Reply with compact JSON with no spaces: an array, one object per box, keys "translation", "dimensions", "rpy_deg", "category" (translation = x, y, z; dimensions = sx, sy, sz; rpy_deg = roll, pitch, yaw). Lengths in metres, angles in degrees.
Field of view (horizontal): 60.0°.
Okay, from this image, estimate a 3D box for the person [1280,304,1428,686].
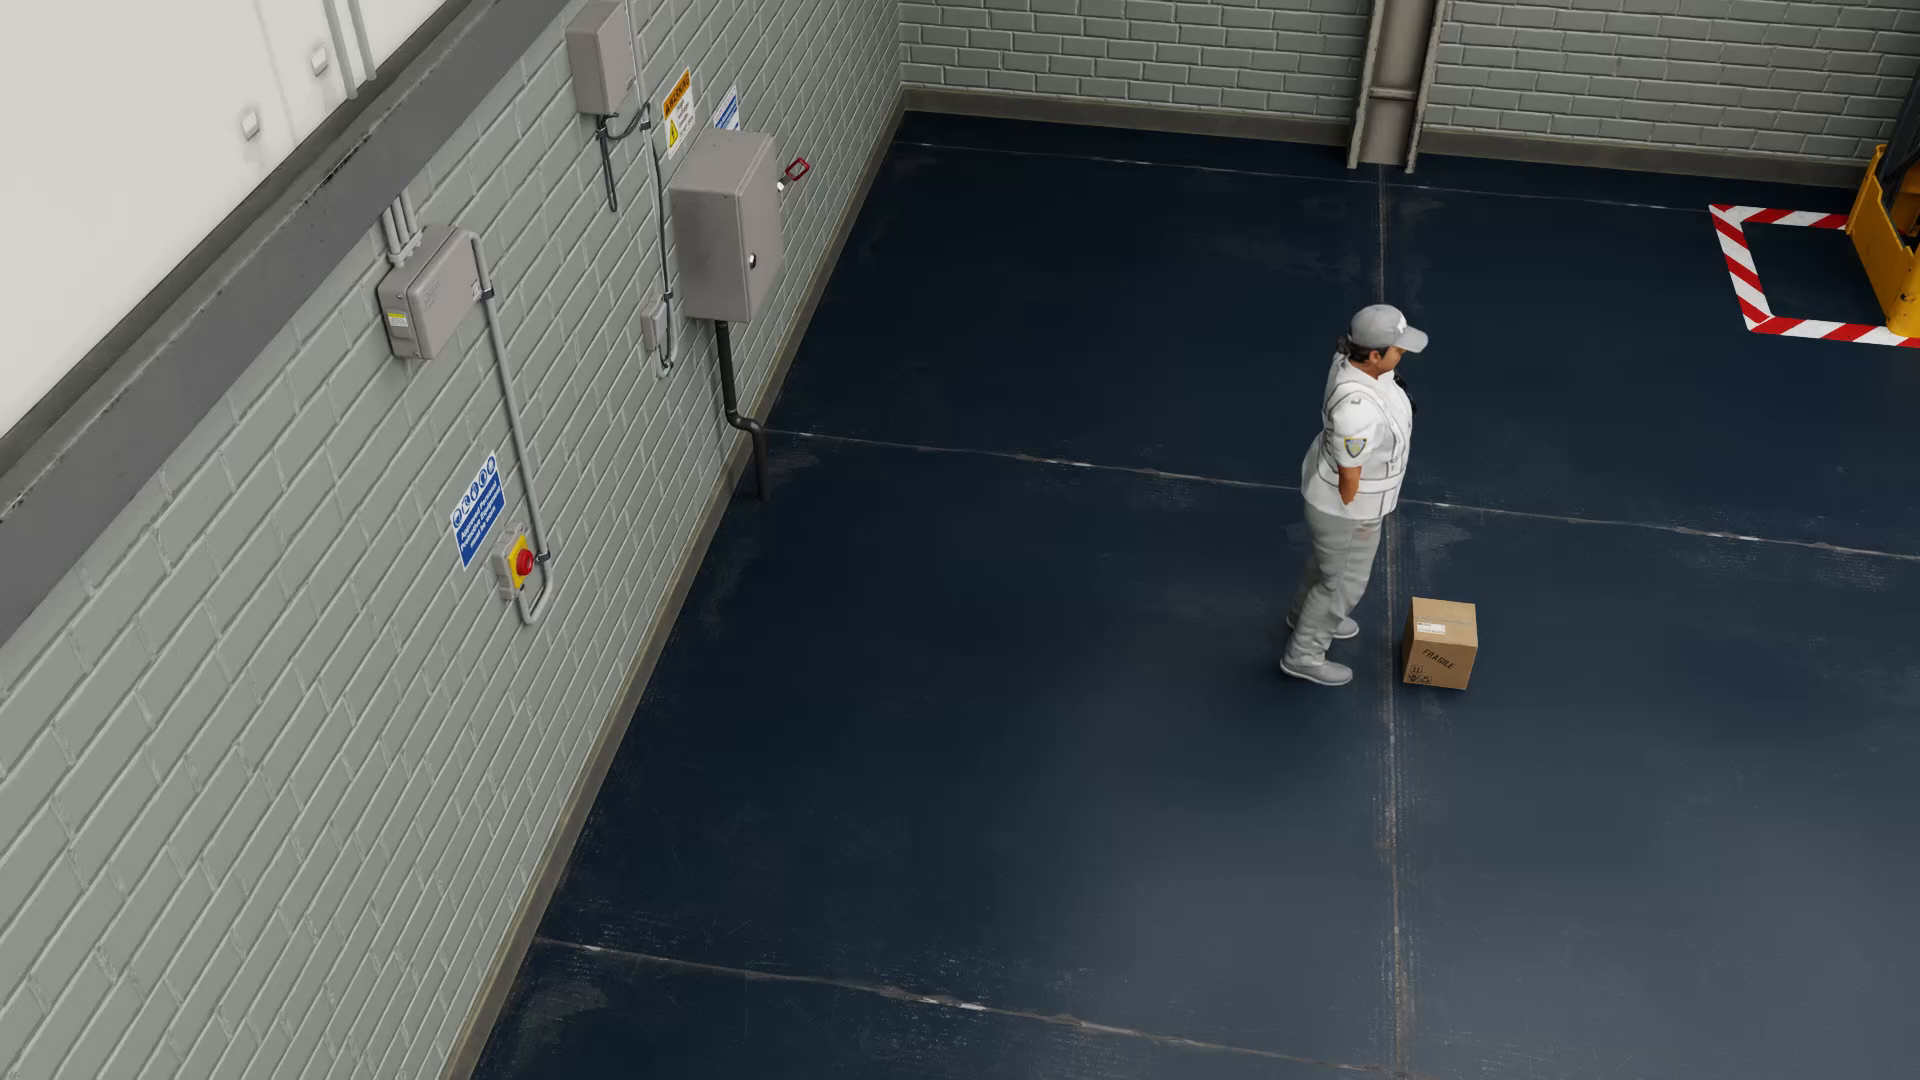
[{"translation":[1.497,-0.178,6.379],"dimensions":[0.389,1.671,0.468],"rpy_deg":[8,41,9],"category":"person"}]
